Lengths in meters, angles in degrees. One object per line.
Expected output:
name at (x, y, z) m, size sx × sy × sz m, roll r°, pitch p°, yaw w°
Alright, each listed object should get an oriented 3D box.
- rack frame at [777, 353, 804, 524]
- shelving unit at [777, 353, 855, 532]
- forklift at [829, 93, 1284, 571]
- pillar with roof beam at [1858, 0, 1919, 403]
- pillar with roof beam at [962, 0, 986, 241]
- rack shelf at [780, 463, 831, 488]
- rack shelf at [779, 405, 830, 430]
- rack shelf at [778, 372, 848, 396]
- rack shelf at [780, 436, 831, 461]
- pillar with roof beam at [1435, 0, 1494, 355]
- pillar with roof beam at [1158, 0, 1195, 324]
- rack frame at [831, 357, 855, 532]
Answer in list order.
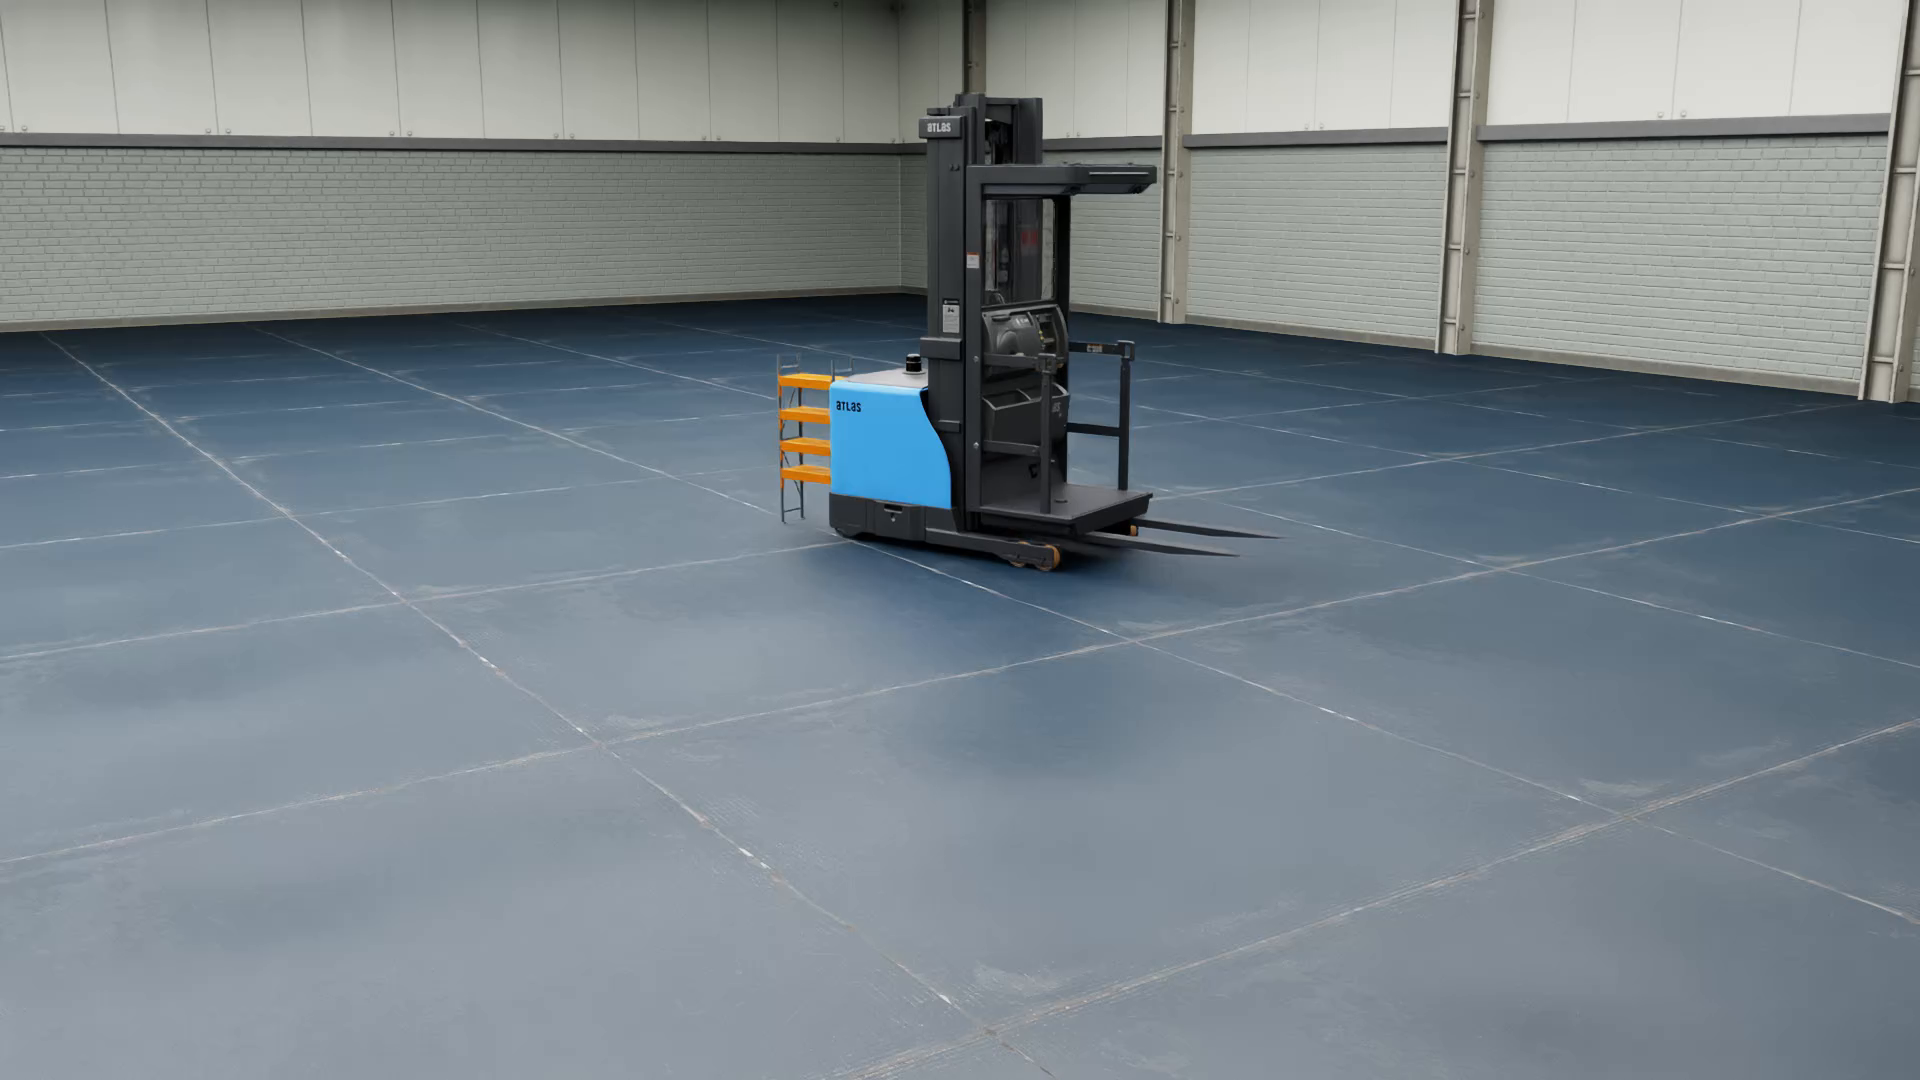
rack frame at (-1.206, -0.722, 11.854) m, size 0.015 × 1.200 × 0.240 m, roll 8°, pitch 15°, yaw 34°
shelving unit at (-1.006, -0.692, 11.718) m, size 0.503 × 1.200 × 0.258 m, roll 8°, pitch 15°, yaw 34°
forklift at (0.600, -1.365, 10.743) m, size 3.031 × 2.935 × 1.130 m, roll 8°, pitch 15°, yaw 34°
pillar with roof beam at (6.660, -5.439, 15.170) m, size 9.100 × 9.000 × 0.400 m, roll -8°, pitch 15°, yaw -33°
pillar with roof beam at (-3.313, -8.640, 29.809) m, size 9.100 × 9.000 × 0.400 m, roll -8°, pitch 15°, yaw -33°
rack shelf at (-1.006, -0.432, 11.775) m, size 0.480 × 0.148 × 0.258 m, roll 8°, pitch 15°, yaw 34°
rack shelf at (-1.006, -0.845, 11.684) m, size 0.480 × 0.148 × 0.258 m, roll 8°, pitch 15°, yaw 34°
rack shelf at (-1.006, -1.076, 11.634) m, size 0.480 × 0.148 × 0.258 m, roll 8°, pitch 15°, yaw 34°
rack shelf at (-1.006, -0.626, 11.732) m, size 0.480 × 0.148 × 0.258 m, roll 8°, pitch 15°, yaw 34°
pillar with roof beam at (3.336, -6.506, 20.050) m, size 9.100 × 9.000 × 0.400 m, roll -8°, pitch 15°, yaw -33°
pillar with roof beam at (0.011, -7.573, 24.929) m, size 9.100 × 9.000 × 0.400 m, roll -8°, pitch 15°, yaw -33°
rack frame at (-0.805, -0.662, 11.582) m, size 0.015 × 1.200 × 0.240 m, roll 8°, pitch 15°, yaw 34°
